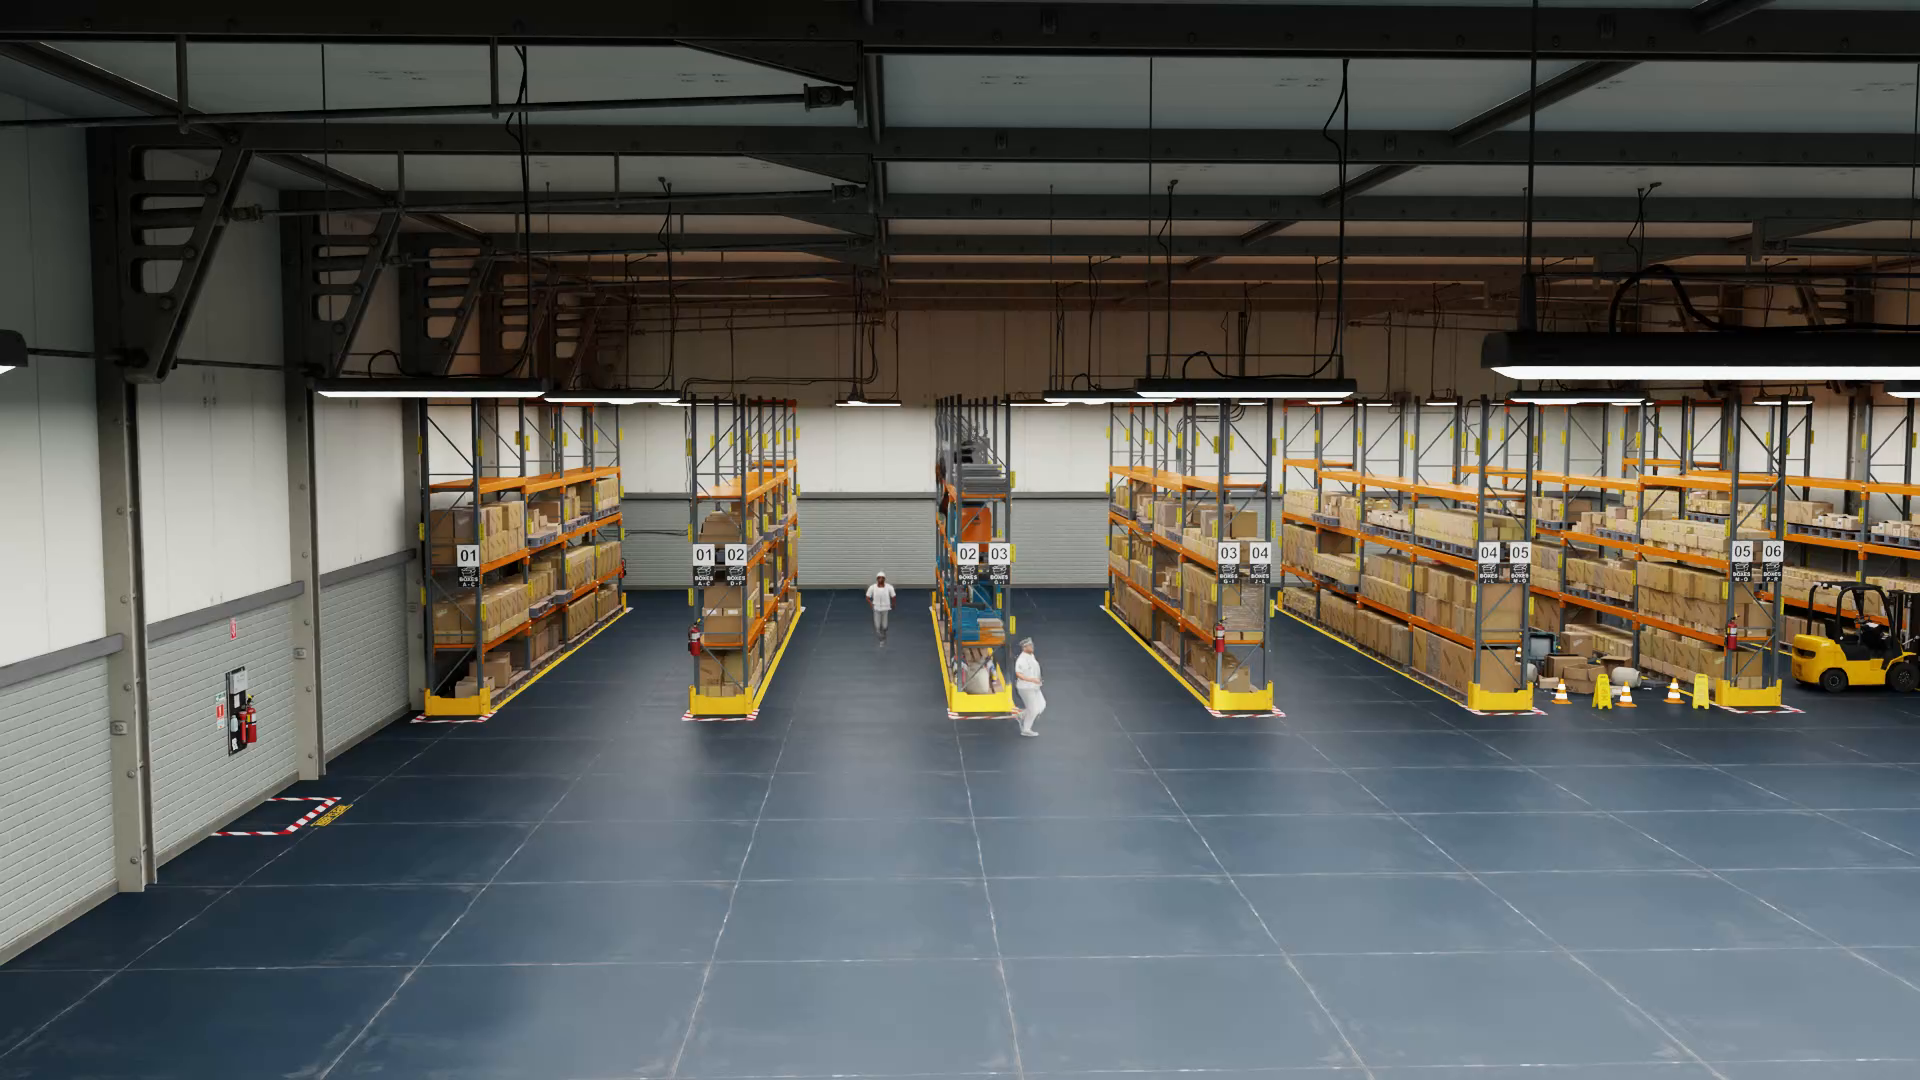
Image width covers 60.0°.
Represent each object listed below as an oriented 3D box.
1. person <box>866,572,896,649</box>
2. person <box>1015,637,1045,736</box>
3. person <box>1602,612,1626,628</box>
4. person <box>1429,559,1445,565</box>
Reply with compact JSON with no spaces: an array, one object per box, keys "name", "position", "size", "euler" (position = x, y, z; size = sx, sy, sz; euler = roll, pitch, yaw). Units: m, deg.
[{"name":"person","position":[-1.805,1.590,37.951],"size":[0.702,1.738,0.598],"euler":[0,4,-2]},{"name":"person","position":[1.221,2.562,29.113],"size":[0.620,1.733,0.658],"euler":[2,5,27]},{"name":"person","position":[16.968,1.458,43.228],"size":[0.557,1.716,0.901],"euler":[-1,5,-18]},{"name":"person","position":[14.193,0.995,49.188],"size":[0.779,1.778,0.655],"euler":[0,5,6]}]
